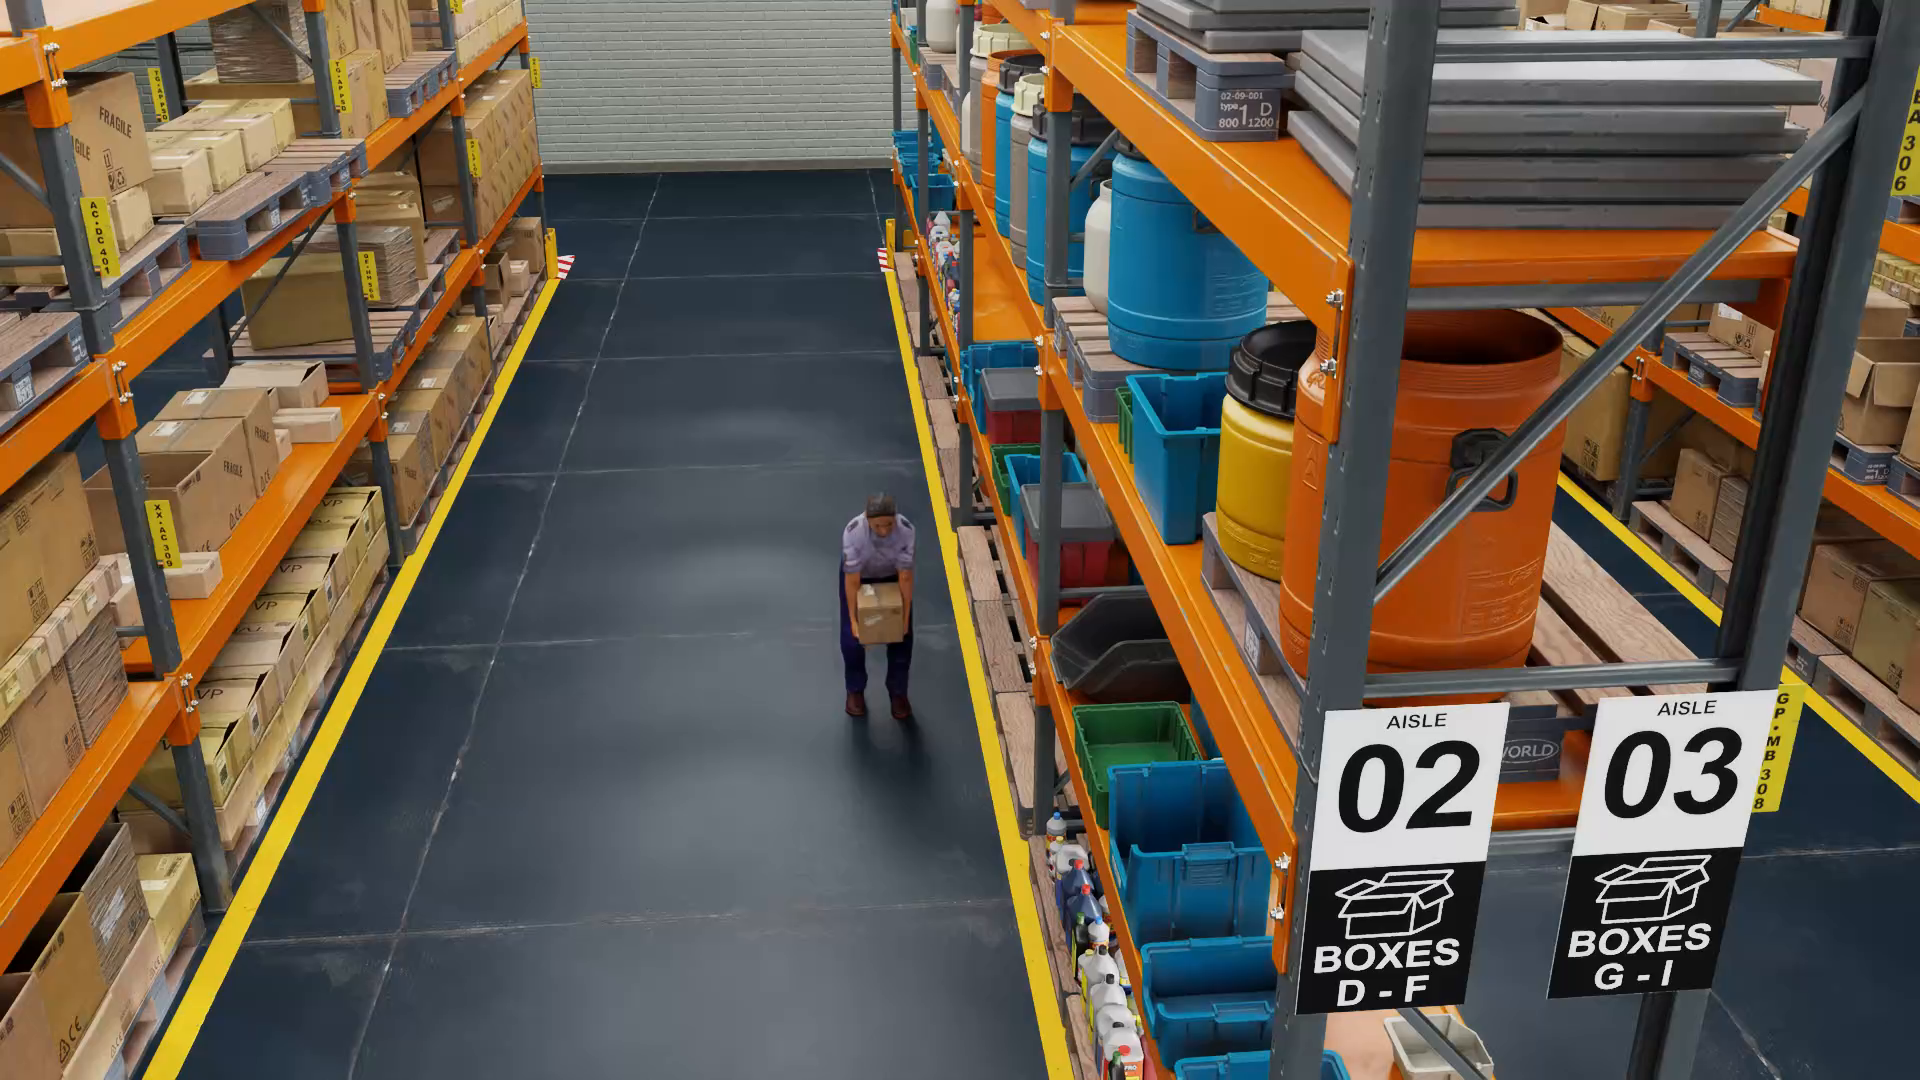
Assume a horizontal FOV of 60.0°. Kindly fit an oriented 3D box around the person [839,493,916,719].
[{"bbox_3d":[-0.475,0.350,9.546,0.437,1.482,0.674,-3,24,-6],"label":"person"}]
